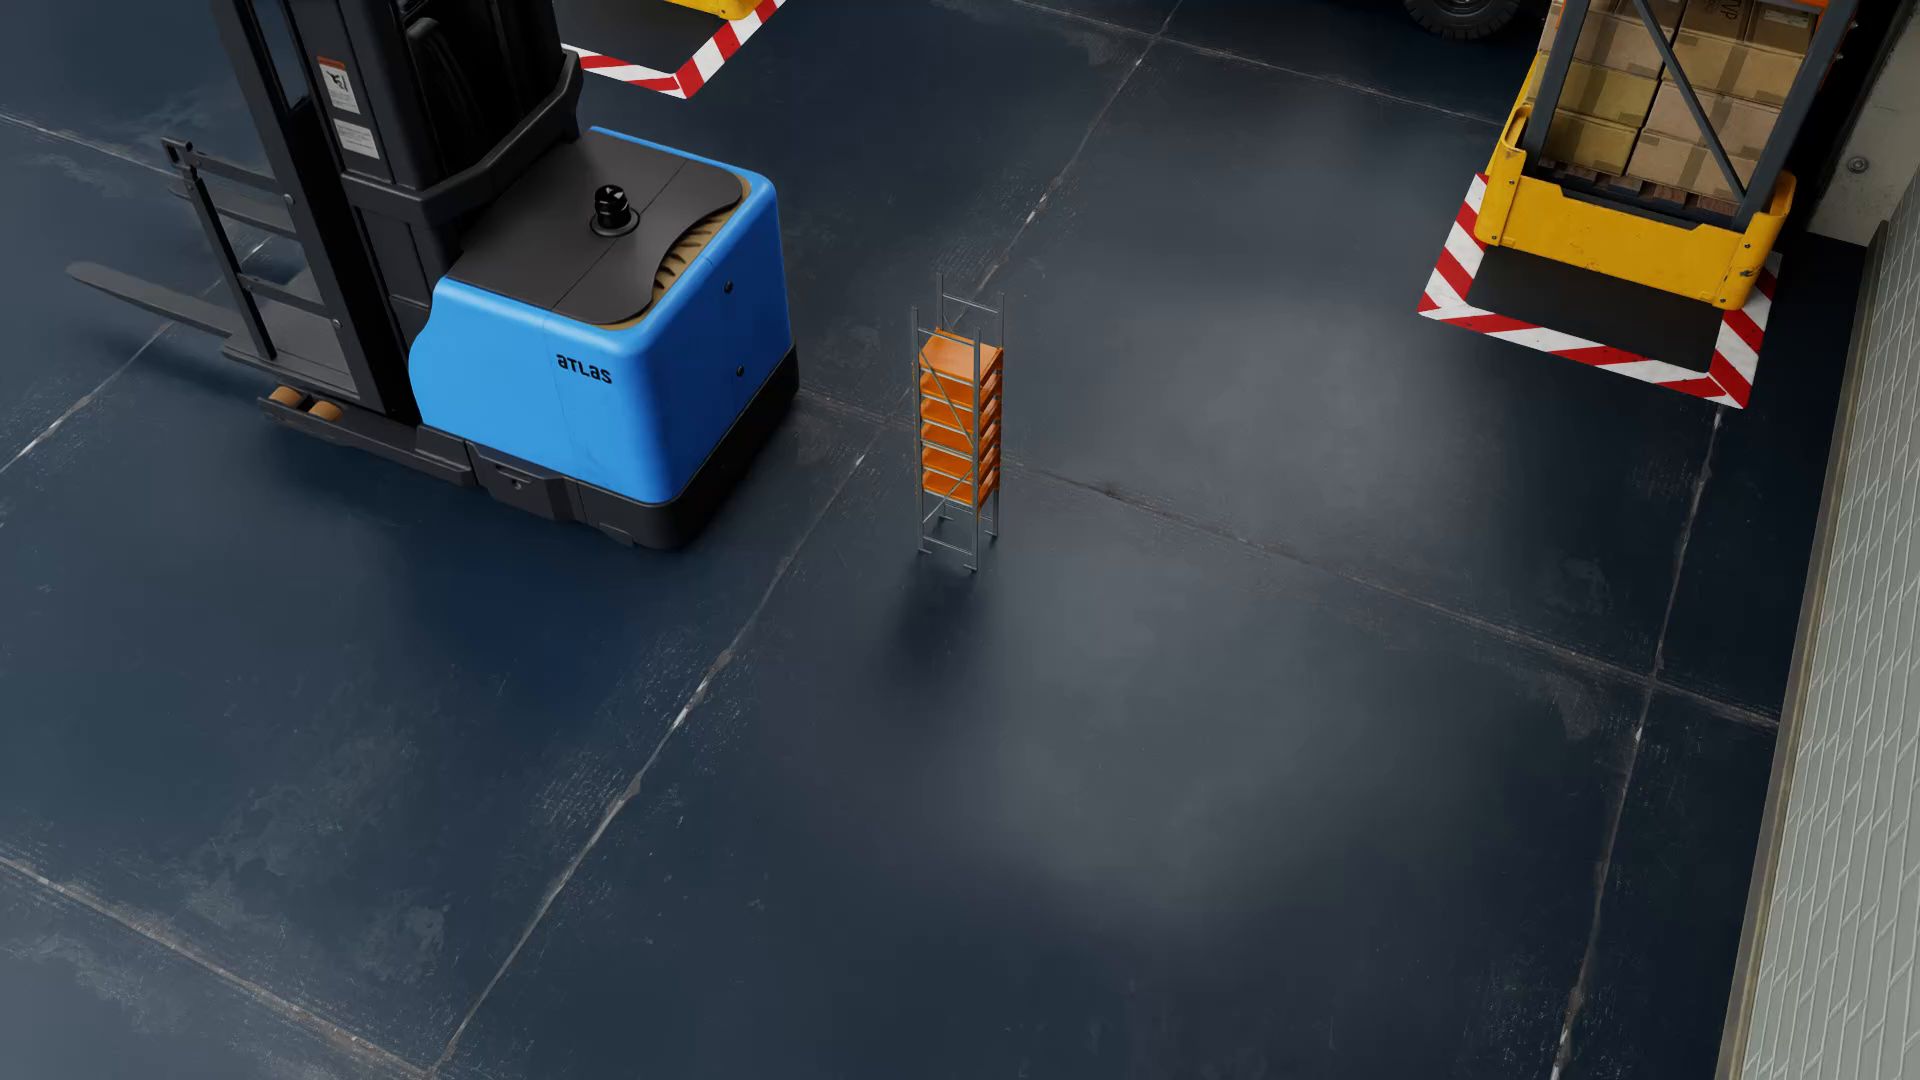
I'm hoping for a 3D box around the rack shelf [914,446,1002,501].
[{"bbox_3d":[-0.006,-0.272,5.910,0.258,0.103,0.180,20,52,16],"label":"rack shelf"}]

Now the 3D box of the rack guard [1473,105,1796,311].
[{"bbox_3d":[2.870,-1.431,7.139,1.175,0.500,0.348,20,52,16],"label":"rack guard"}]

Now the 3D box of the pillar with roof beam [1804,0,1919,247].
[{"bbox_3d":[0.100,-5.788,5.267,9.100,9.000,0.400,20,52,16],"label":"pillar with roof beam"}]

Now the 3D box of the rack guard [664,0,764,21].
[{"bbox_3d":[-1.577,-3.112,8.570,1.175,0.500,0.348,20,52,16],"label":"rack guard"}]

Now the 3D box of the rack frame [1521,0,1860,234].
[{"bbox_3d":[2.880,-2.257,6.201,1.000,3.000,0.127,20,52,16],"label":"rack frame"}]

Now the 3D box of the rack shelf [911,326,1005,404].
[{"bbox_3d":[-0.006,-0.583,5.544,0.258,0.103,0.180,20,52,16],"label":"rack shelf"}]

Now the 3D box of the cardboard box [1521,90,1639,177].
[{"bbox_3d":[2.795,-1.929,7.451,0.500,0.250,0.500,20,53,16],"label":"cardboard box"}]

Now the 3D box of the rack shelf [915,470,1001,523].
[{"bbox_3d":[-0.006,-0.195,6.001,0.258,0.103,0.180,20,52,16],"label":"rack shelf"}]

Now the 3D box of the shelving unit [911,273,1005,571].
[{"bbox_3d":[-0.006,-0.379,5.785,0.258,1.200,0.189,20,52,16],"label":"shelving unit"}]

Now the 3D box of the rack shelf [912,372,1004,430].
[{"bbox_3d":[-0.006,-0.506,5.636,0.258,0.103,0.180,20,52,16],"label":"rack shelf"}]

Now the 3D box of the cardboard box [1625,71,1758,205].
[{"bbox_3d":[3.267,-1.777,7.322,0.500,0.250,0.500,20,52,16],"label":"cardboard box"}]

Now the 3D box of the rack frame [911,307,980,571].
[{"bbox_3d":[-0.045,-0.316,5.731,0.240,1.200,0.006,20,52,16],"label":"rack frame"}]

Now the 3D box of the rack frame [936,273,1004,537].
[{"bbox_3d":[0.033,-0.442,5.838,0.240,1.200,0.006,20,52,16],"label":"rack frame"}]

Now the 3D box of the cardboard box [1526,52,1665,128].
[{"bbox_3d":[2.806,-2.101,7.270,0.500,0.250,0.500,19,52,16],"label":"cardboard box"}]

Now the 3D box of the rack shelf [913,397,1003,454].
[{"bbox_3d":[-0.006,-0.428,5.727,0.258,0.103,0.180,20,52,16],"label":"rack shelf"}]

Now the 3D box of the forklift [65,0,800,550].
[{"bbox_3d":[-2.205,-1.682,5.756,3.031,2.935,1.130,19,52,16],"label":"forklift"}]

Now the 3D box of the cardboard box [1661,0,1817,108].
[{"bbox_3d":[3.257,-2.096,6.937,0.500,0.250,0.500,19,52,16],"label":"cardboard box"}]

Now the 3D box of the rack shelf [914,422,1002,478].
[{"bbox_3d":[-0.006,-0.350,5.818,0.258,0.103,0.180,20,52,16],"label":"rack shelf"}]

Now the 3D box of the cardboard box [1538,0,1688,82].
[{"bbox_3d":[2.795,-2.245,7.064,0.500,0.250,0.500,21,53,17],"label":"cardboard box"}]

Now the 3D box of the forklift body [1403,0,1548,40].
[{"bbox_3d":[2.041,-3.882,8.141,2.313,2.155,1.214,20,52,16],"label":"forklift body"}]

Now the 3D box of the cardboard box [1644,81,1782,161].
[{"bbox_3d":[3.269,-1.921,7.116,0.500,0.250,0.500,21,53,17],"label":"cardboard box"}]

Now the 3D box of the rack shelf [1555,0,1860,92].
[{"bbox_3d":[3.735,-3.401,7.647,1.077,0.370,4.000,20,52,16],"label":"rack shelf"}]

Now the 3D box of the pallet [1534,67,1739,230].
[{"bbox_3d":[3.169,-1.894,7.723,1.003,0.211,1.213,20,52,16],"label":"pallet"}]
